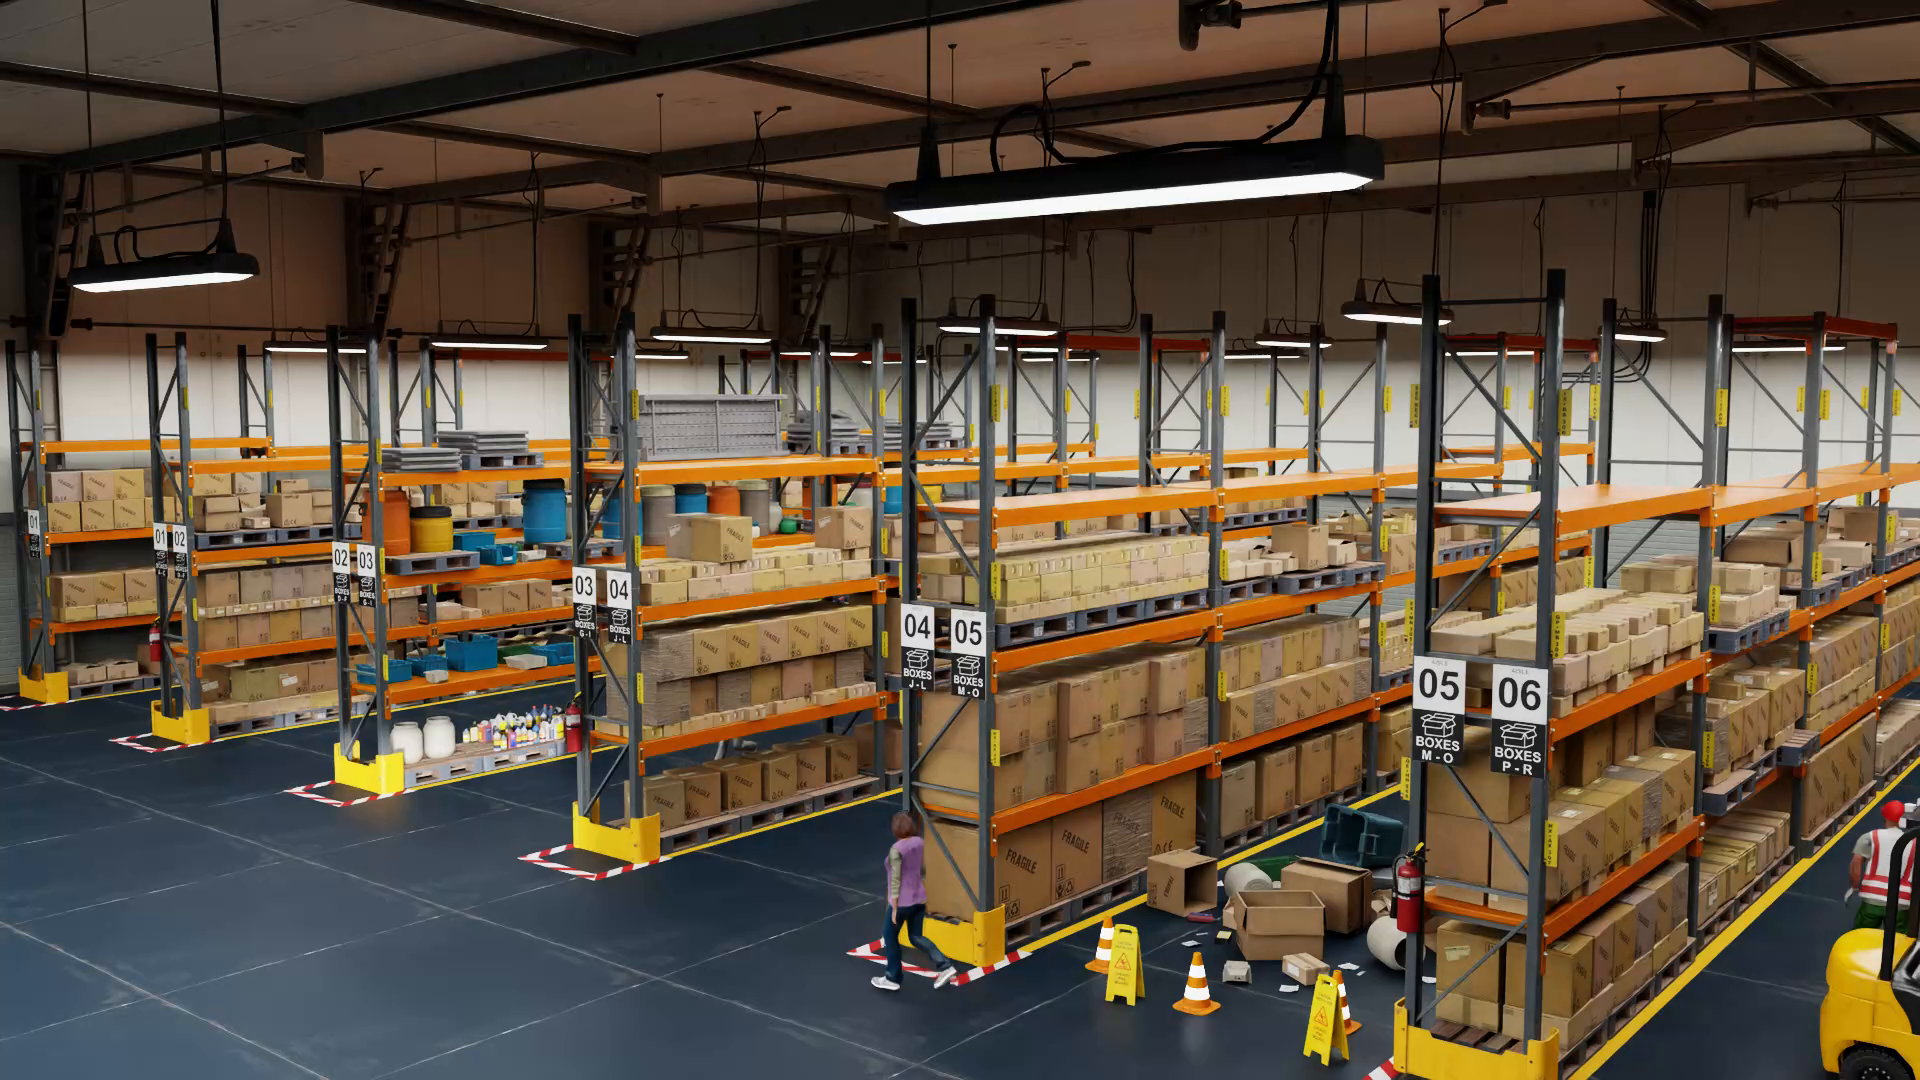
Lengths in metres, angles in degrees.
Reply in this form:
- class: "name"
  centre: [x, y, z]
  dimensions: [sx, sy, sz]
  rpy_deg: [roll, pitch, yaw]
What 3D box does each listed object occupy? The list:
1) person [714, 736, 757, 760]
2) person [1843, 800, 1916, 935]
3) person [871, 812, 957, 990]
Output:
- class: "person"
  centre: [-3.018, 2.378, 22.001]
  dimensions: [0.432, 1.510, 0.964]
  rpy_deg: [2, 6, 25]
- class: "person"
  centre: [7.856, 3.068, 14.115]
  dimensions: [0.625, 1.678, 0.788]
  rpy_deg: [4, 7, 39]
- class: "person"
  centre: [-0.397, 3.096, 14.187]
  dimensions: [0.819, 1.563, 0.431]
  rpy_deg: [4, 6, 34]
